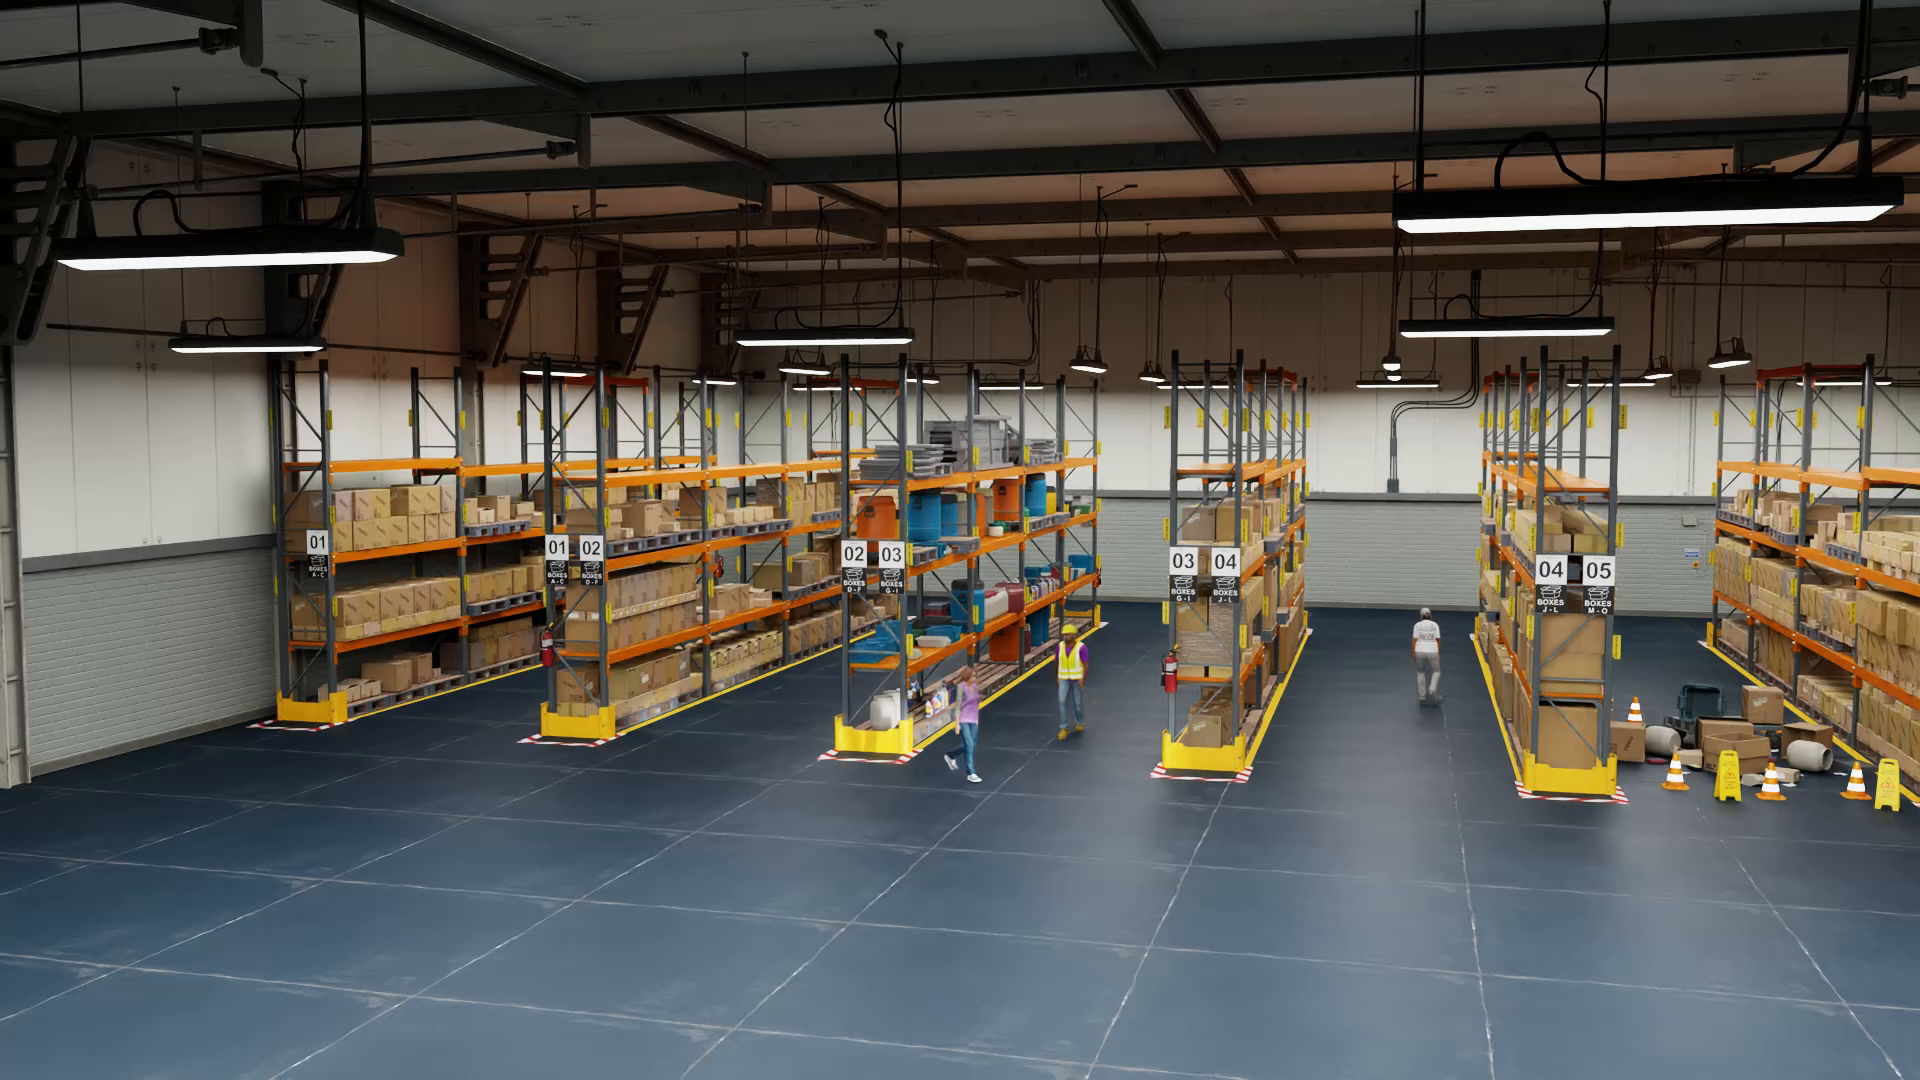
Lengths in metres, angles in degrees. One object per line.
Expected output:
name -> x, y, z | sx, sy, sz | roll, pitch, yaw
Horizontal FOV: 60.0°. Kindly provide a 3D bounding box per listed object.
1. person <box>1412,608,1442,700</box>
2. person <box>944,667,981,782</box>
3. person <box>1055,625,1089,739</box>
person -> 8.349, 2.044, 29.704 | 0.537, 1.660, 0.522 | 1, 4, 14
person -> 0.073, 2.539, 23.227 | 0.779, 1.566, 0.455 | 3, 5, 39
person -> 1.748, 2.223, 26.408 | 0.601, 1.750, 0.881 | 1, 4, 18
